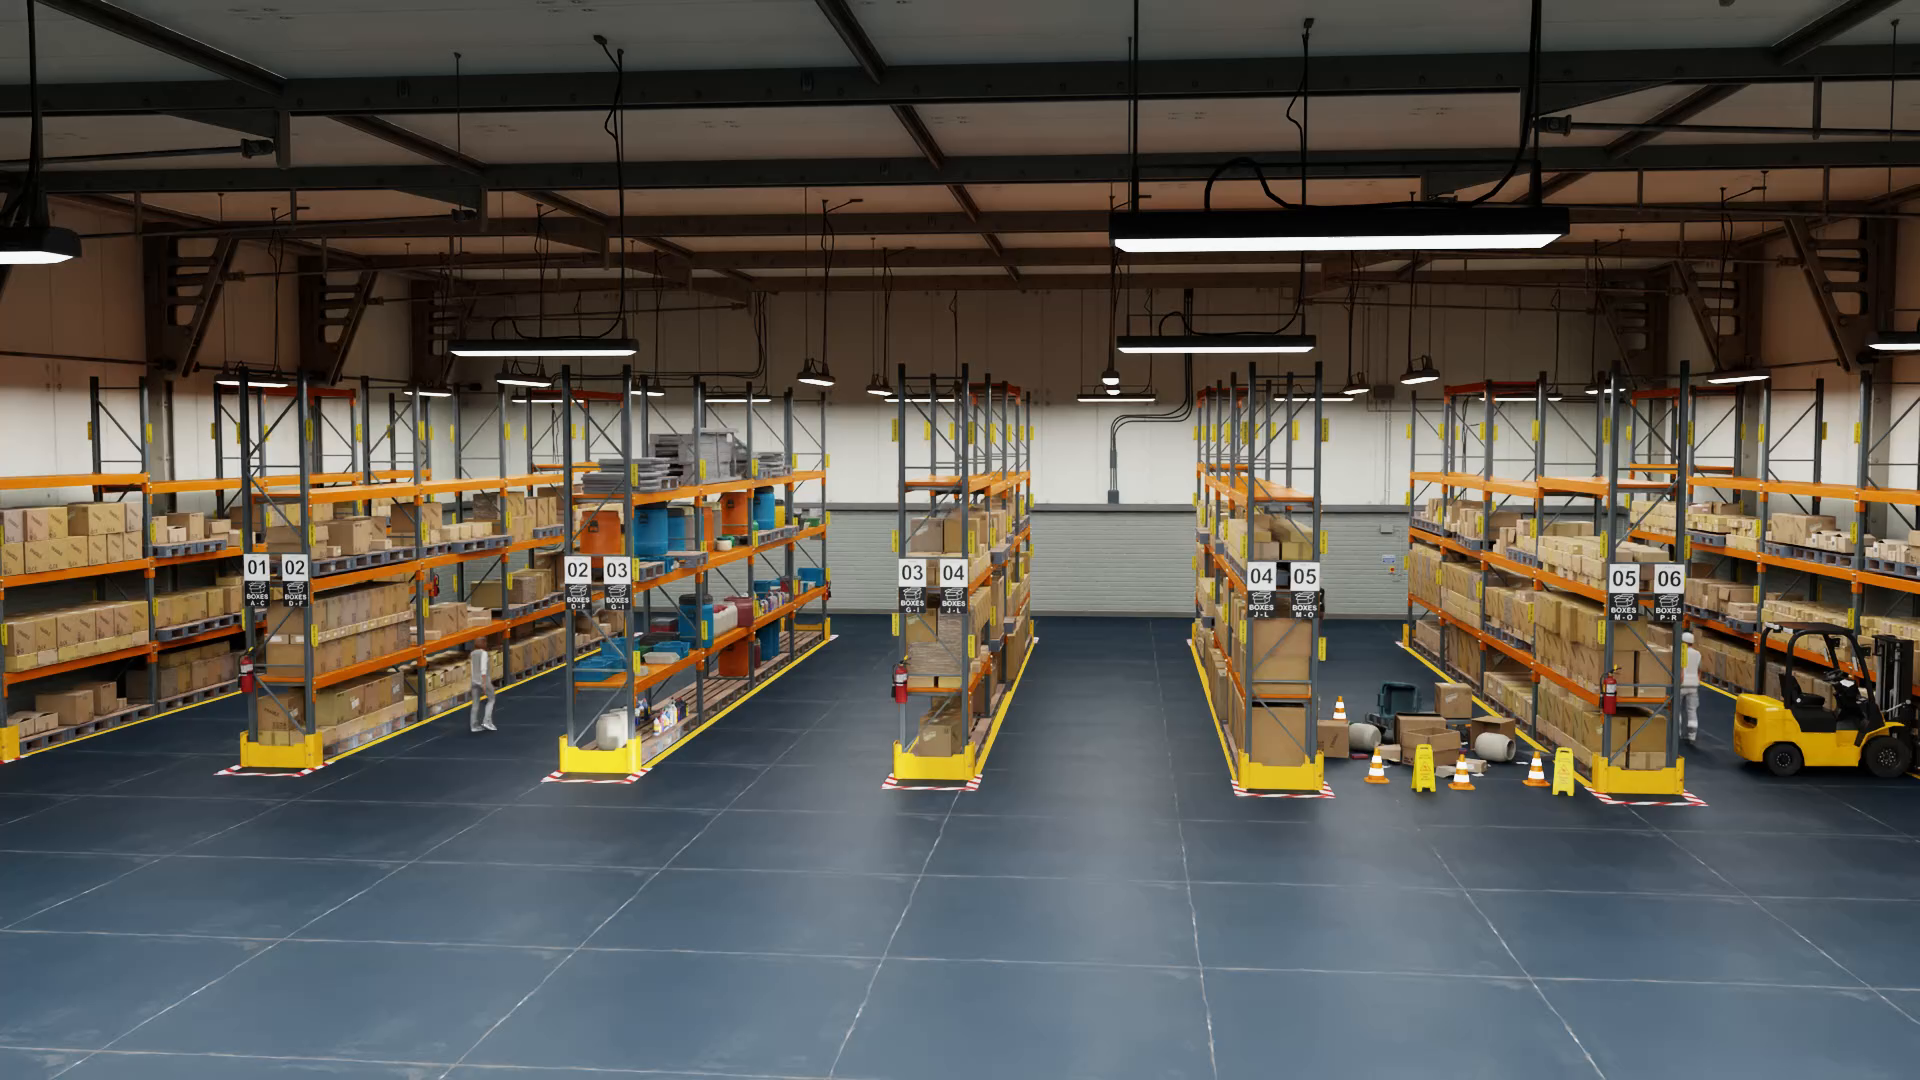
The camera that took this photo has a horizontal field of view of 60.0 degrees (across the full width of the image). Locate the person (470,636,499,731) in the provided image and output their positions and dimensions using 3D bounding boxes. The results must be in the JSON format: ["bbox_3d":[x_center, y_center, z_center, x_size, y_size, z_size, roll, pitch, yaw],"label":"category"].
[{"bbox_3d":[-8.063,2.434,27.908,0.414,1.627,0.565,1,4,16],"label":"person"}]

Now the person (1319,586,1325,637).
[{"bbox_3d":[8.151,1.694,38.142,0.574,1.723,0.443,-3,5,-38],"label":"person"}]

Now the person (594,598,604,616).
[{"bbox_3d":[-9.110,1.399,42.709,1.046,1.711,0.532,2,4,33],"label":"person"}]

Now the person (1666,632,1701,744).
[{"bbox_3d":[11.751,2.409,26.864,0.499,1.824,0.639,0,4,0],"label":"person"}]
